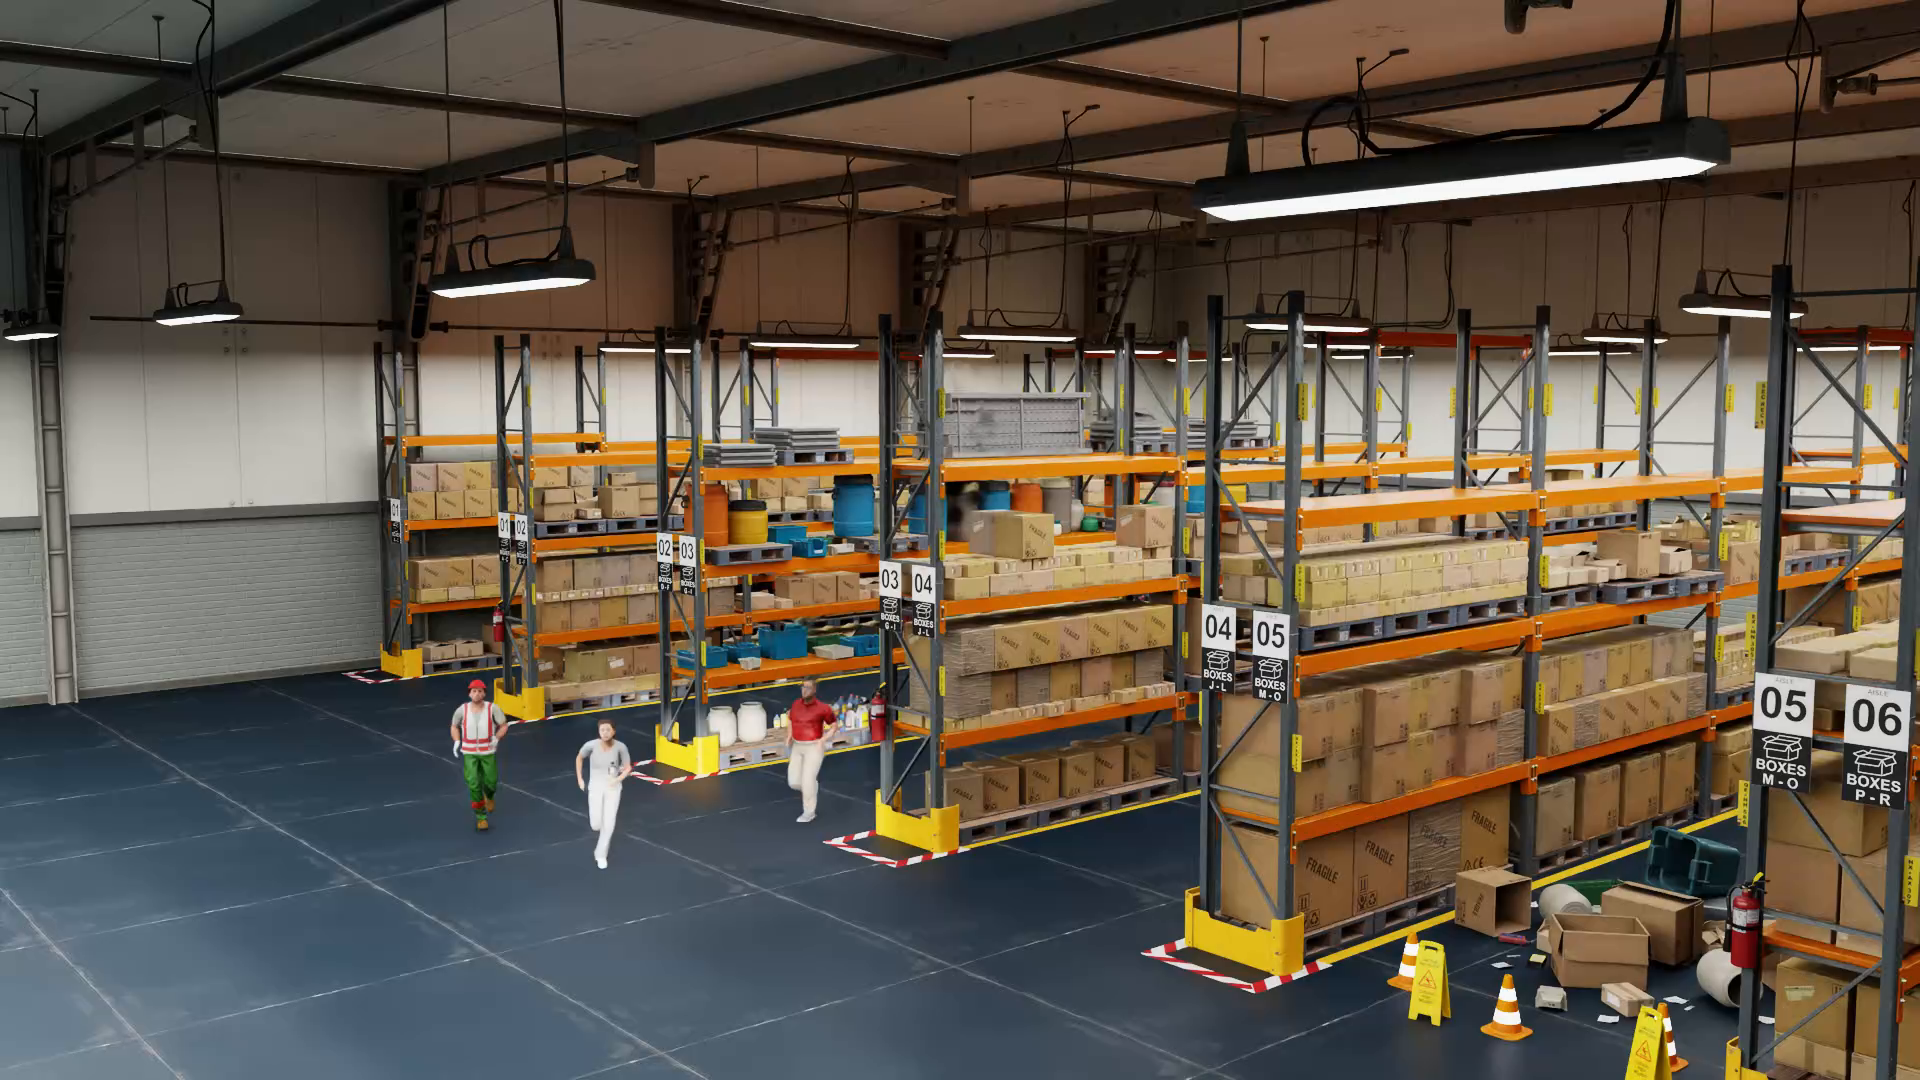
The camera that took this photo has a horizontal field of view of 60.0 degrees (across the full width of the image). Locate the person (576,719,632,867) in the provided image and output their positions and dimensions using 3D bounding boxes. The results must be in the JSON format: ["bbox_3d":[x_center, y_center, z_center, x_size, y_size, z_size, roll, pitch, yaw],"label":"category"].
[{"bbox_3d":[-3.873,2.733,18.097,0.600,1.620,0.662,-1,5,-7],"label":"person"}]

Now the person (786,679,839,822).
[{"bbox_3d":[-1.792,2.508,20.015,0.667,1.677,0.667,2,6,24],"label":"person"}]

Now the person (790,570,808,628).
[{"bbox_3d":[-3.033,1.375,31.866,0.890,1.796,0.640,-4,7,-39],"label":"person"}]

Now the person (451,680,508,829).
[{"bbox_3d":[-5.675,2.507,19.637,0.651,1.747,0.692,-1,5,-13],"label":"person"}]
